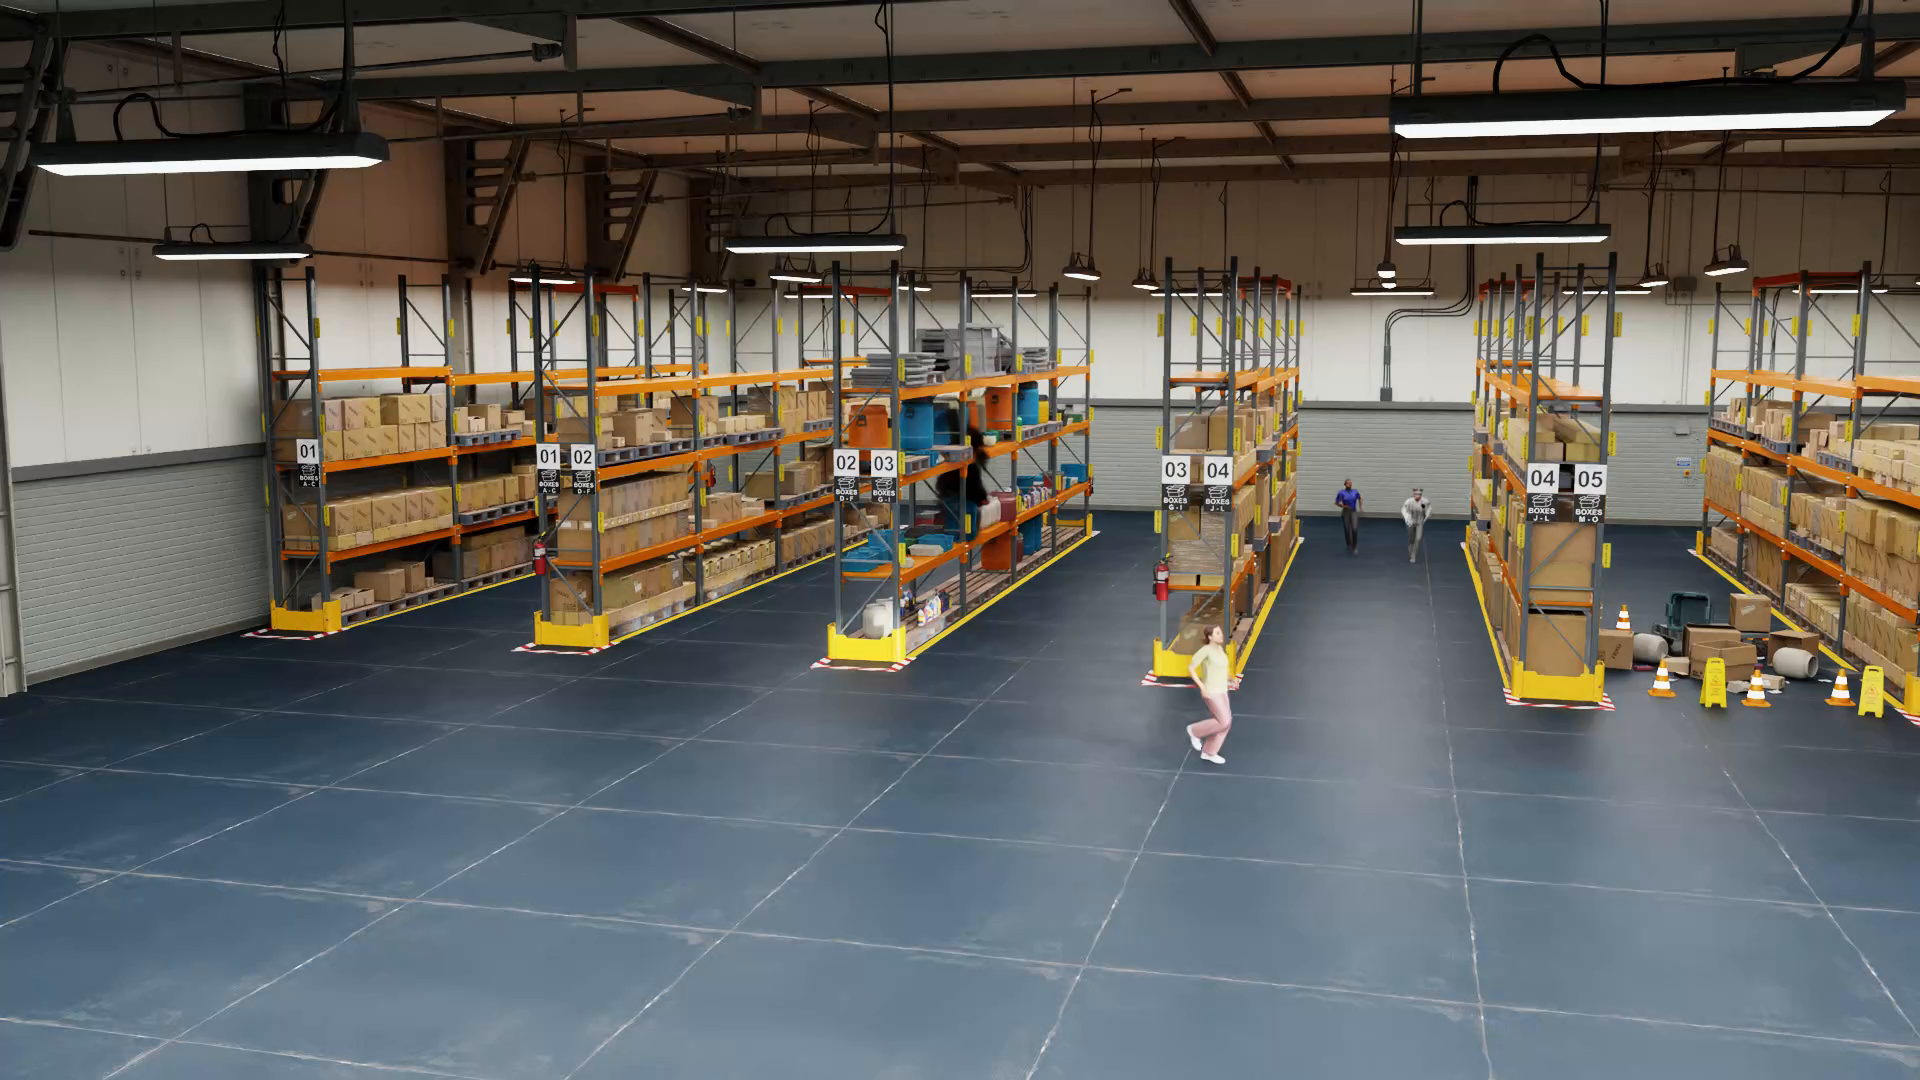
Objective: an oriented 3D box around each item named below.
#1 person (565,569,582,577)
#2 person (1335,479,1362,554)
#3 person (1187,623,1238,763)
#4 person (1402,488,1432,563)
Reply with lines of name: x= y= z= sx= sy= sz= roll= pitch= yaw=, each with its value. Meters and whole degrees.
person: x=-6.895 y=0.381 z=29.892 sx=0.668 sy=1.689 sz=0.768 roll=1 pitch=7 yaw=7
person: x=8.700 y=-0.520 z=37.270 sx=0.607 sy=1.721 sz=0.639 roll=1 pitch=7 yaw=6
person: x=2.938 y=1.769 z=19.287 sx=0.551 sy=1.626 sz=0.587 roll=7 pitch=10 yaw=42
person: x=9.888 y=-0.343 z=36.103 sx=0.629 sy=1.643 sz=0.898 roll=1 pitch=7 yaw=5
